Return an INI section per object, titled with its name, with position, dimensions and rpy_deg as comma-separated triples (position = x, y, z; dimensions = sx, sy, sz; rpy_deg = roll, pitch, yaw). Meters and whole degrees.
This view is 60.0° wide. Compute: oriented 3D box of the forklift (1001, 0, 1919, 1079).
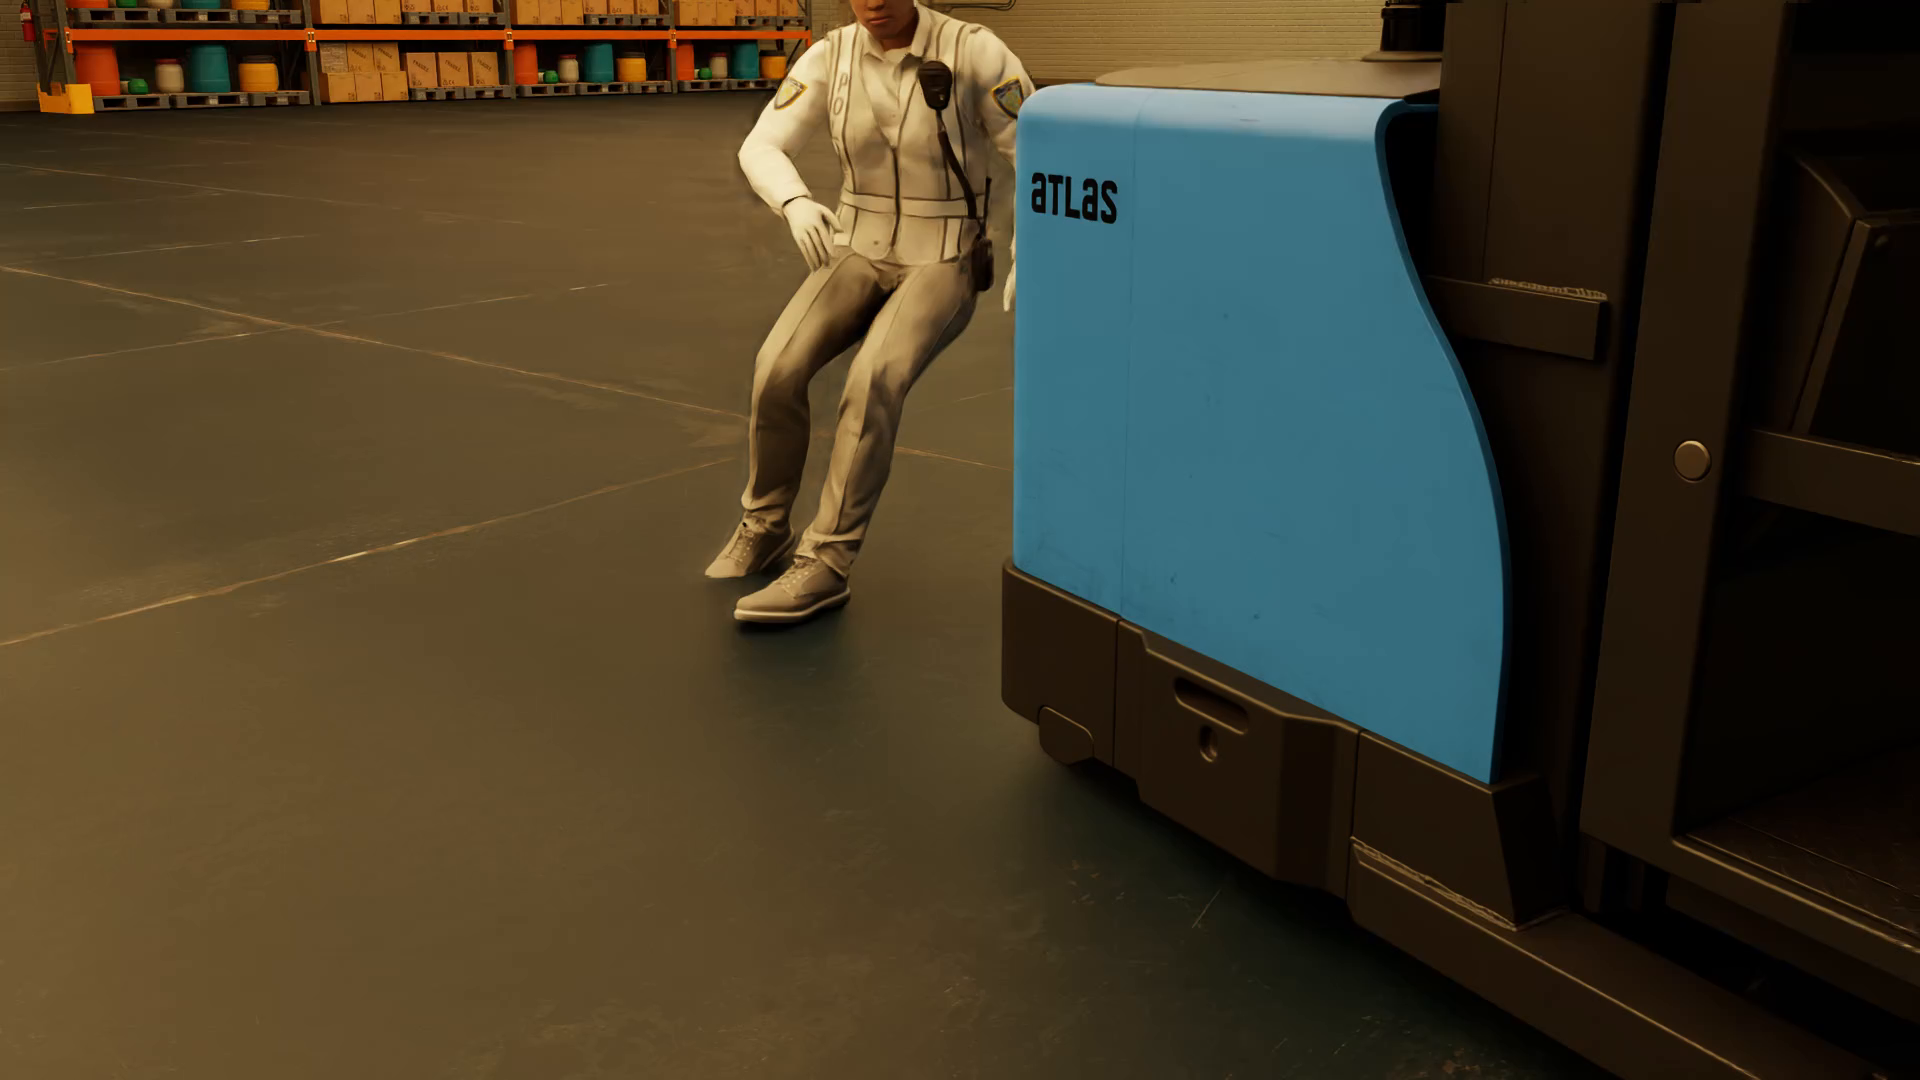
[forklift]
position = 1.289, -0.789, 1.494
dimensions = 1.130, 2.935, 3.031
rpy_deg = -11, 20, -31

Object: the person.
[person]
position = -0.203, -0.563, 3.501
dimensions = 0.745, 1.466, 0.855
rpy_deg = 4, 17, 13
